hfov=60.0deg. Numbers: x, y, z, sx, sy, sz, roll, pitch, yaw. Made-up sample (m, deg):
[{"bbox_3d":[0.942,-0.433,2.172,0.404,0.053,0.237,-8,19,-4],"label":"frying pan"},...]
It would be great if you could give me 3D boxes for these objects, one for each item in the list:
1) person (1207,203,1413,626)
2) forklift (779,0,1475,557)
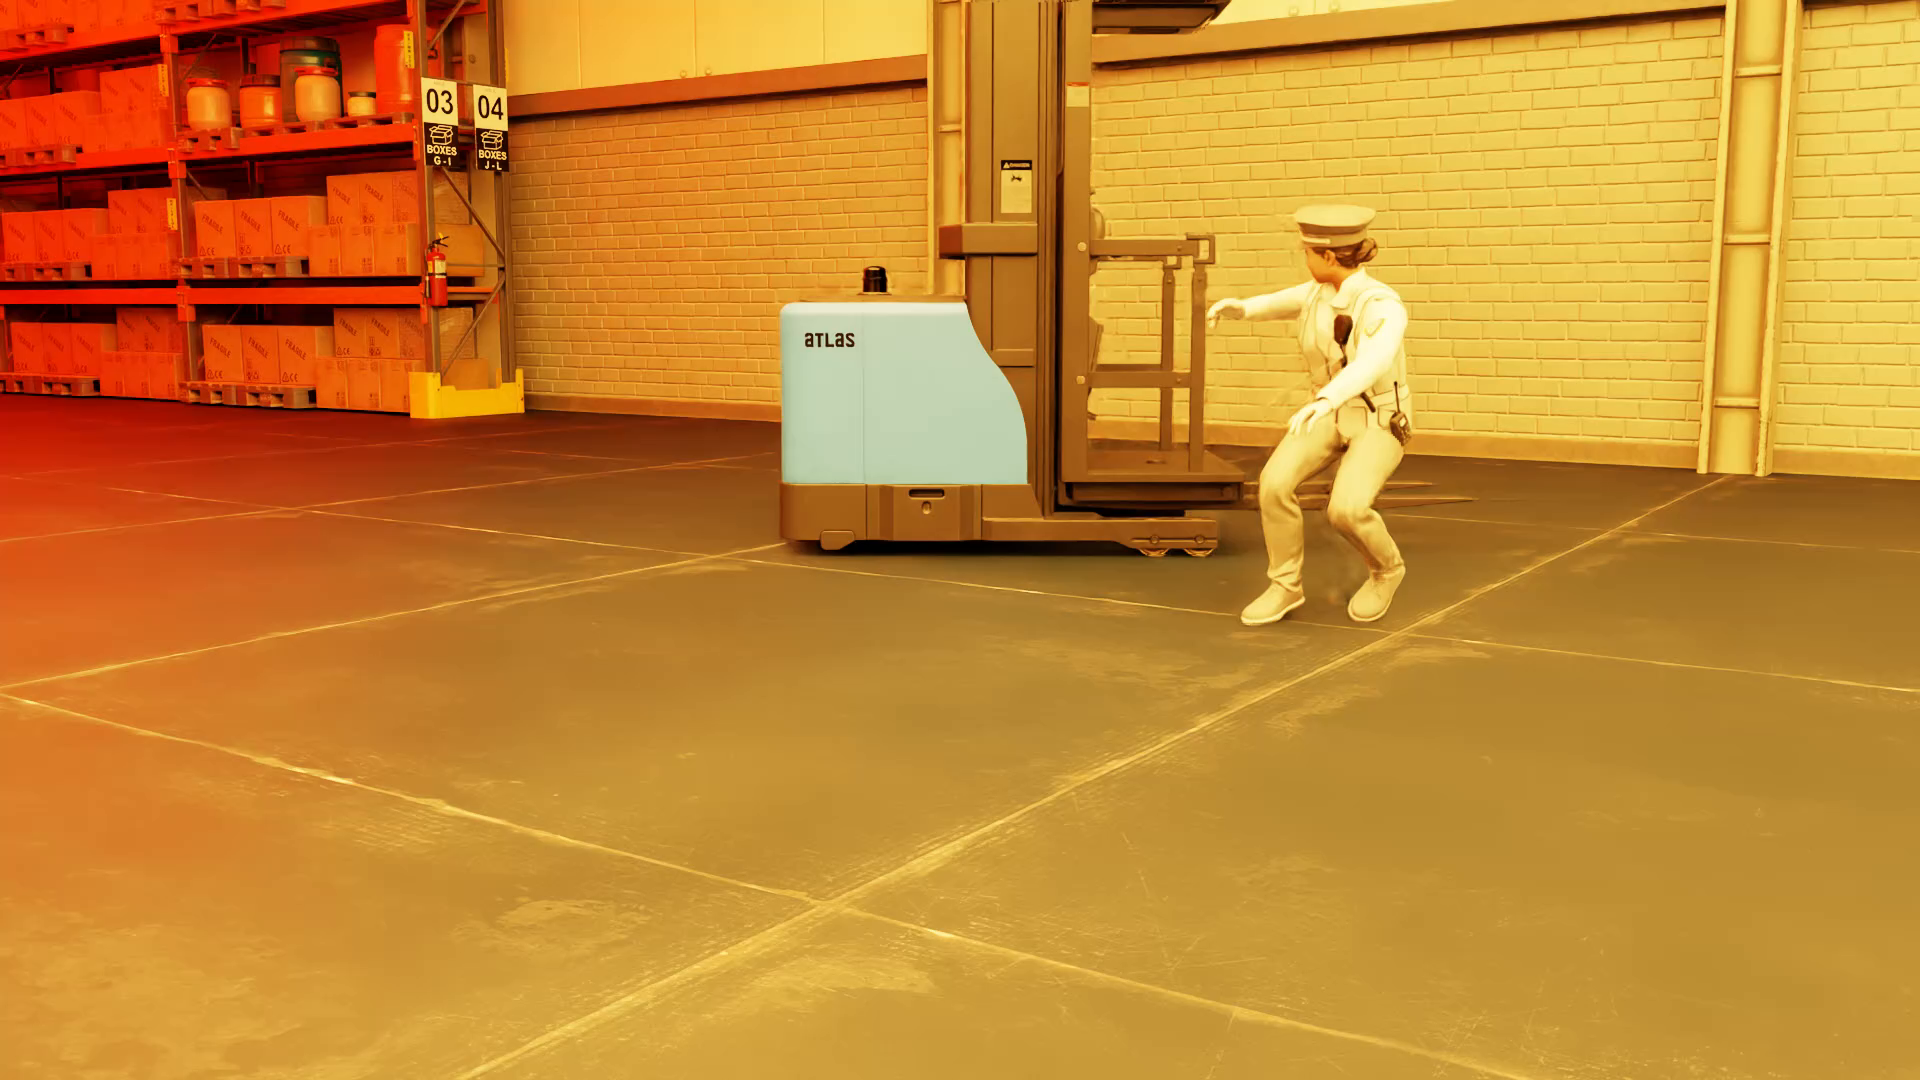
[{"bbox_3d":[1.135,-0.402,5.476,0.729,1.394,0.906,8,11,44],"label":"person"},{"bbox_3d":[0.735,-1.453,7.413,3.031,2.935,1.130,0,8,0],"label":"forklift"}]
